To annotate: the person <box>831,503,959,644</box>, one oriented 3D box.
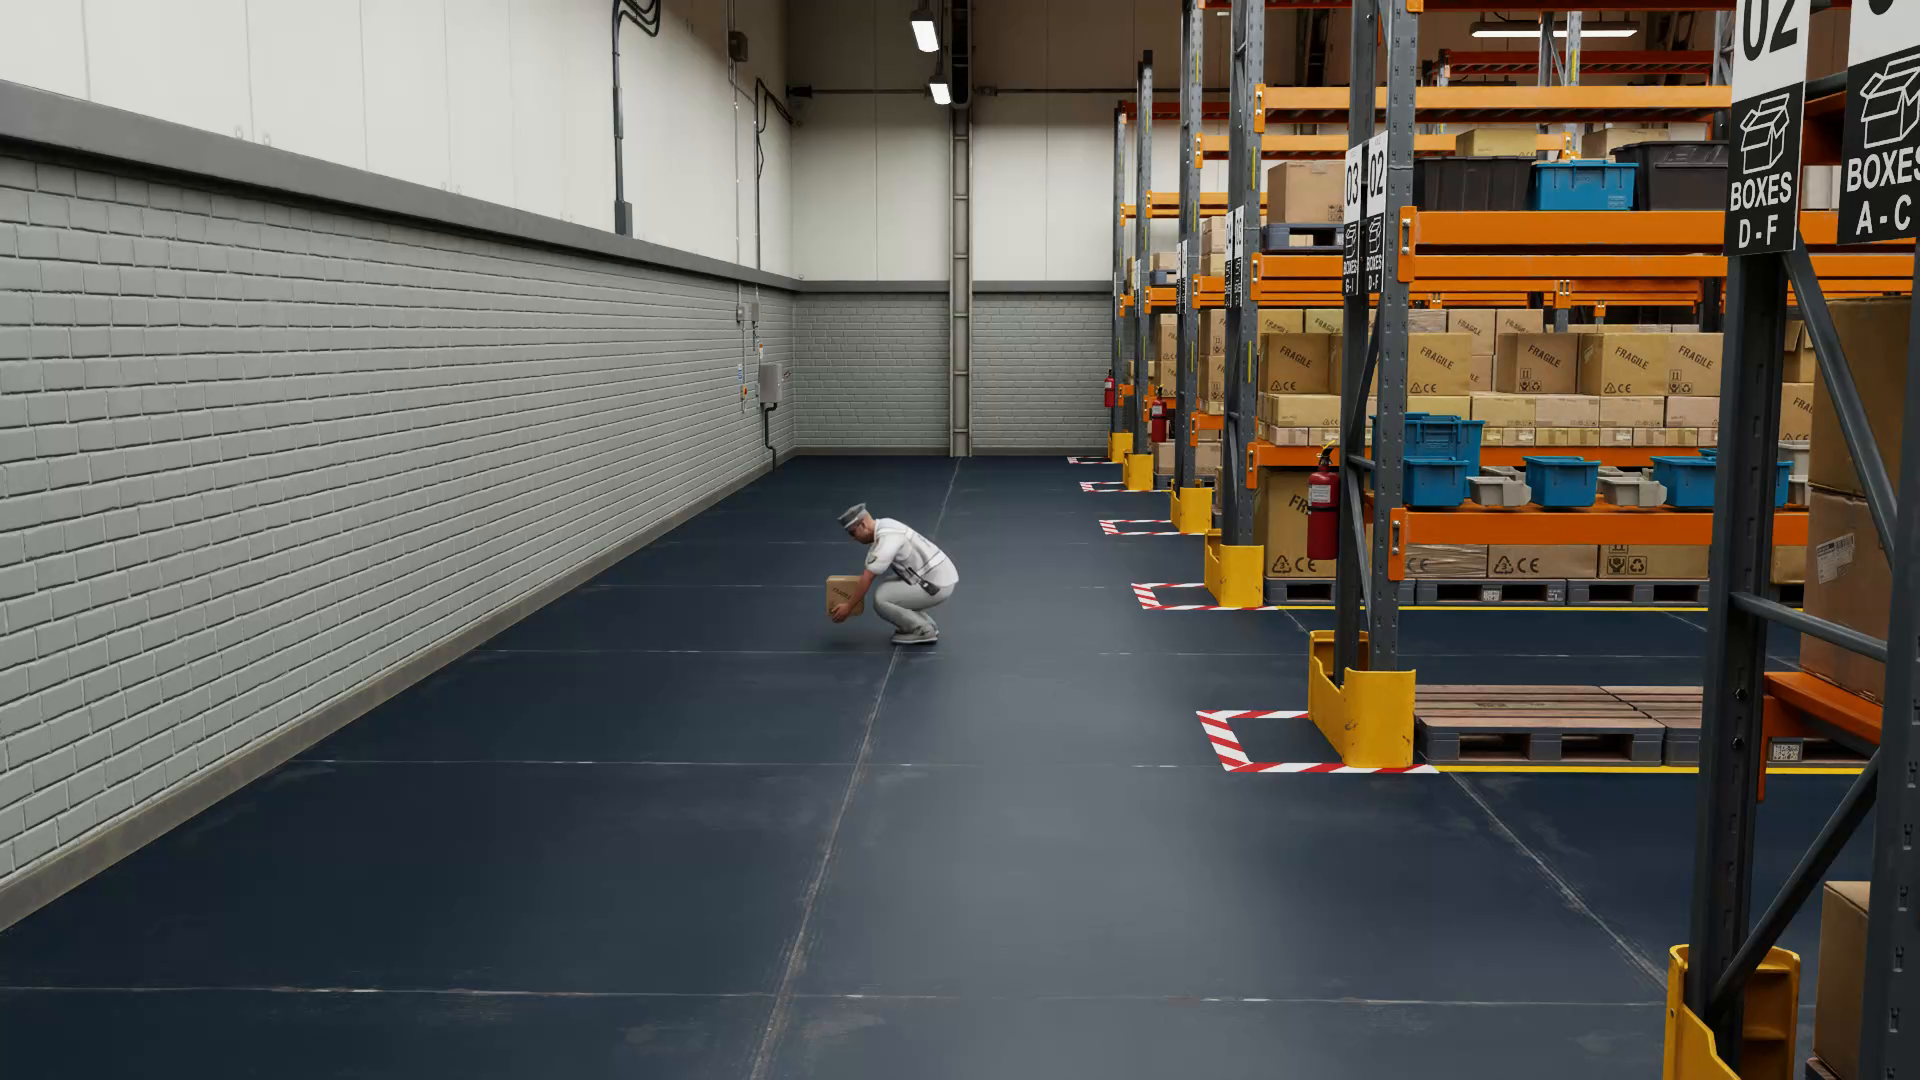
[{"bbox_3d":[-0.470,0.230,11.939,0.895,1.009,0.556,0,7,1],"label":"person"}]
